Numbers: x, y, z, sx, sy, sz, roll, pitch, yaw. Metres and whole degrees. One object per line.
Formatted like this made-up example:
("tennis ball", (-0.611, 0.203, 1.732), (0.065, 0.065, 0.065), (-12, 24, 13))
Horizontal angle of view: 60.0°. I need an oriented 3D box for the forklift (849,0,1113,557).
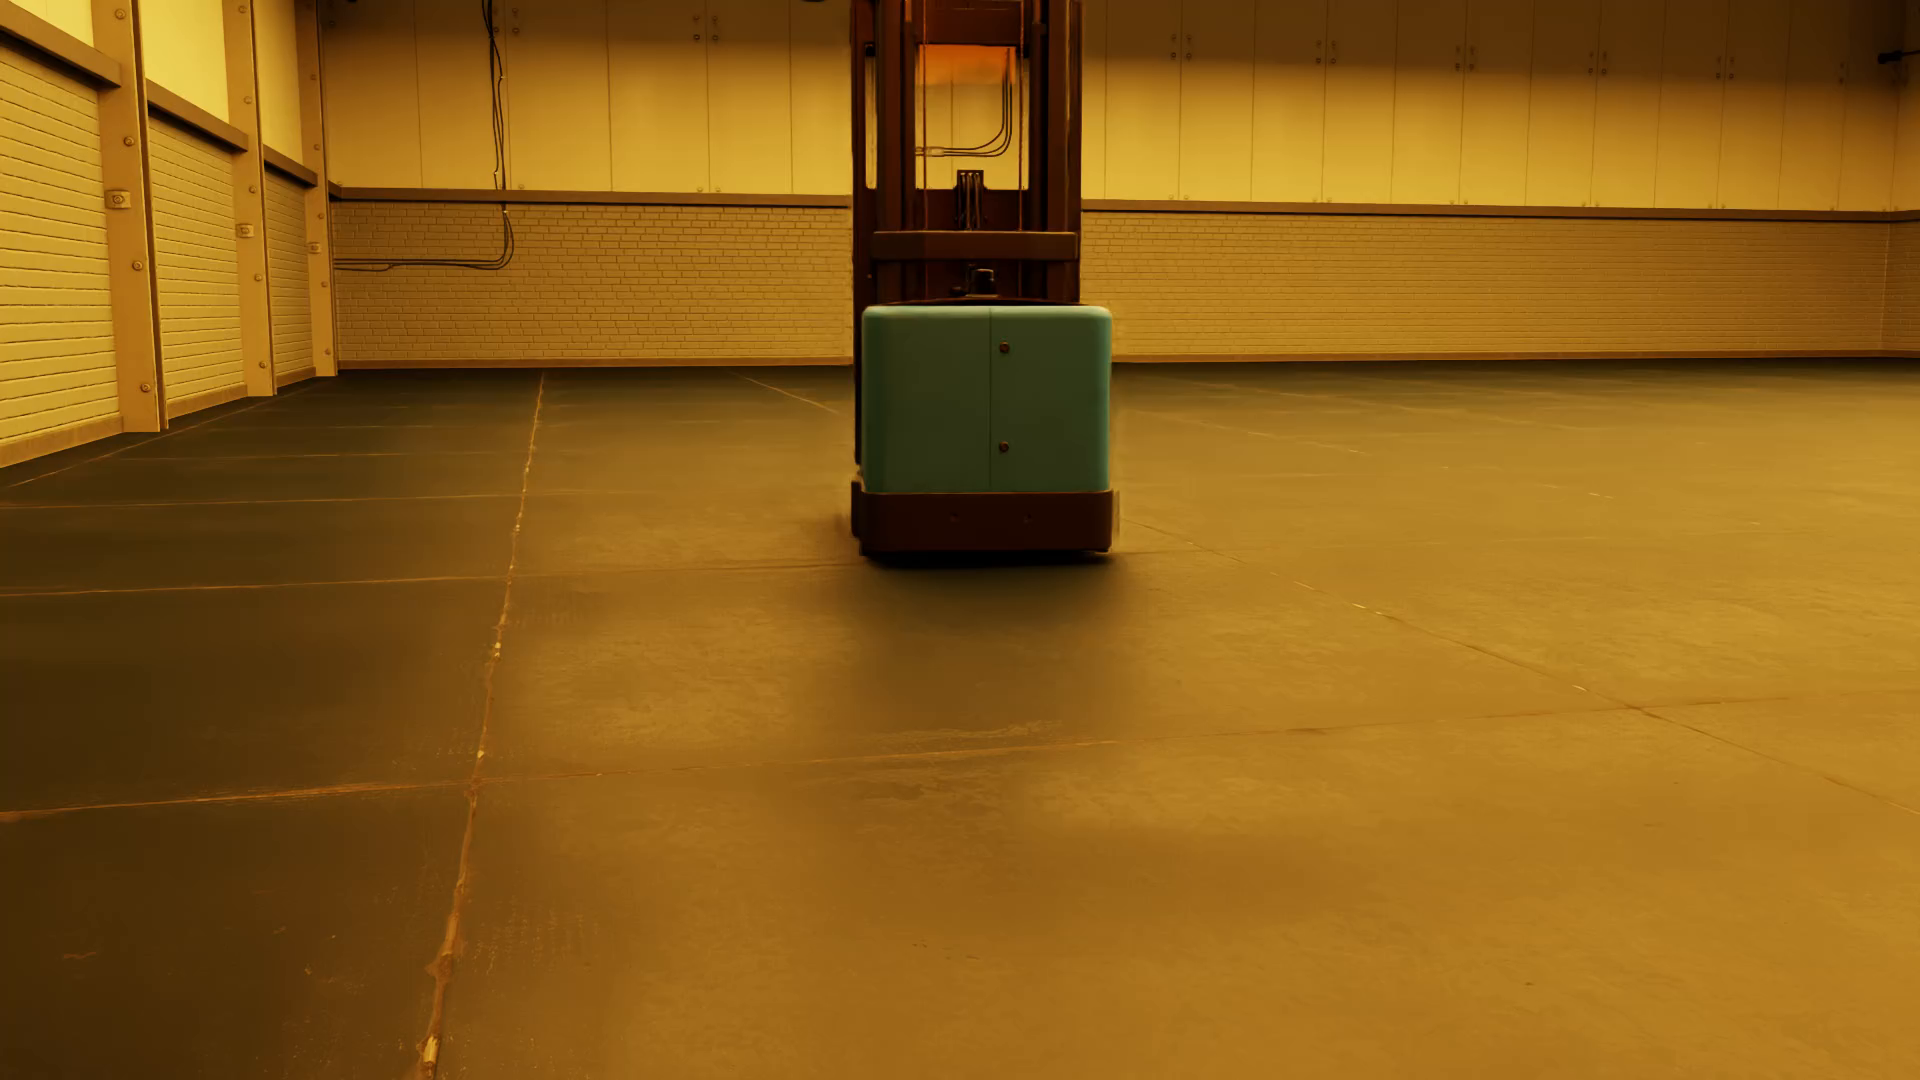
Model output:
("forklift", (0.013, -1.546, 8.179), (1.130, 2.935, 3.031), (-1, 8, -4))
